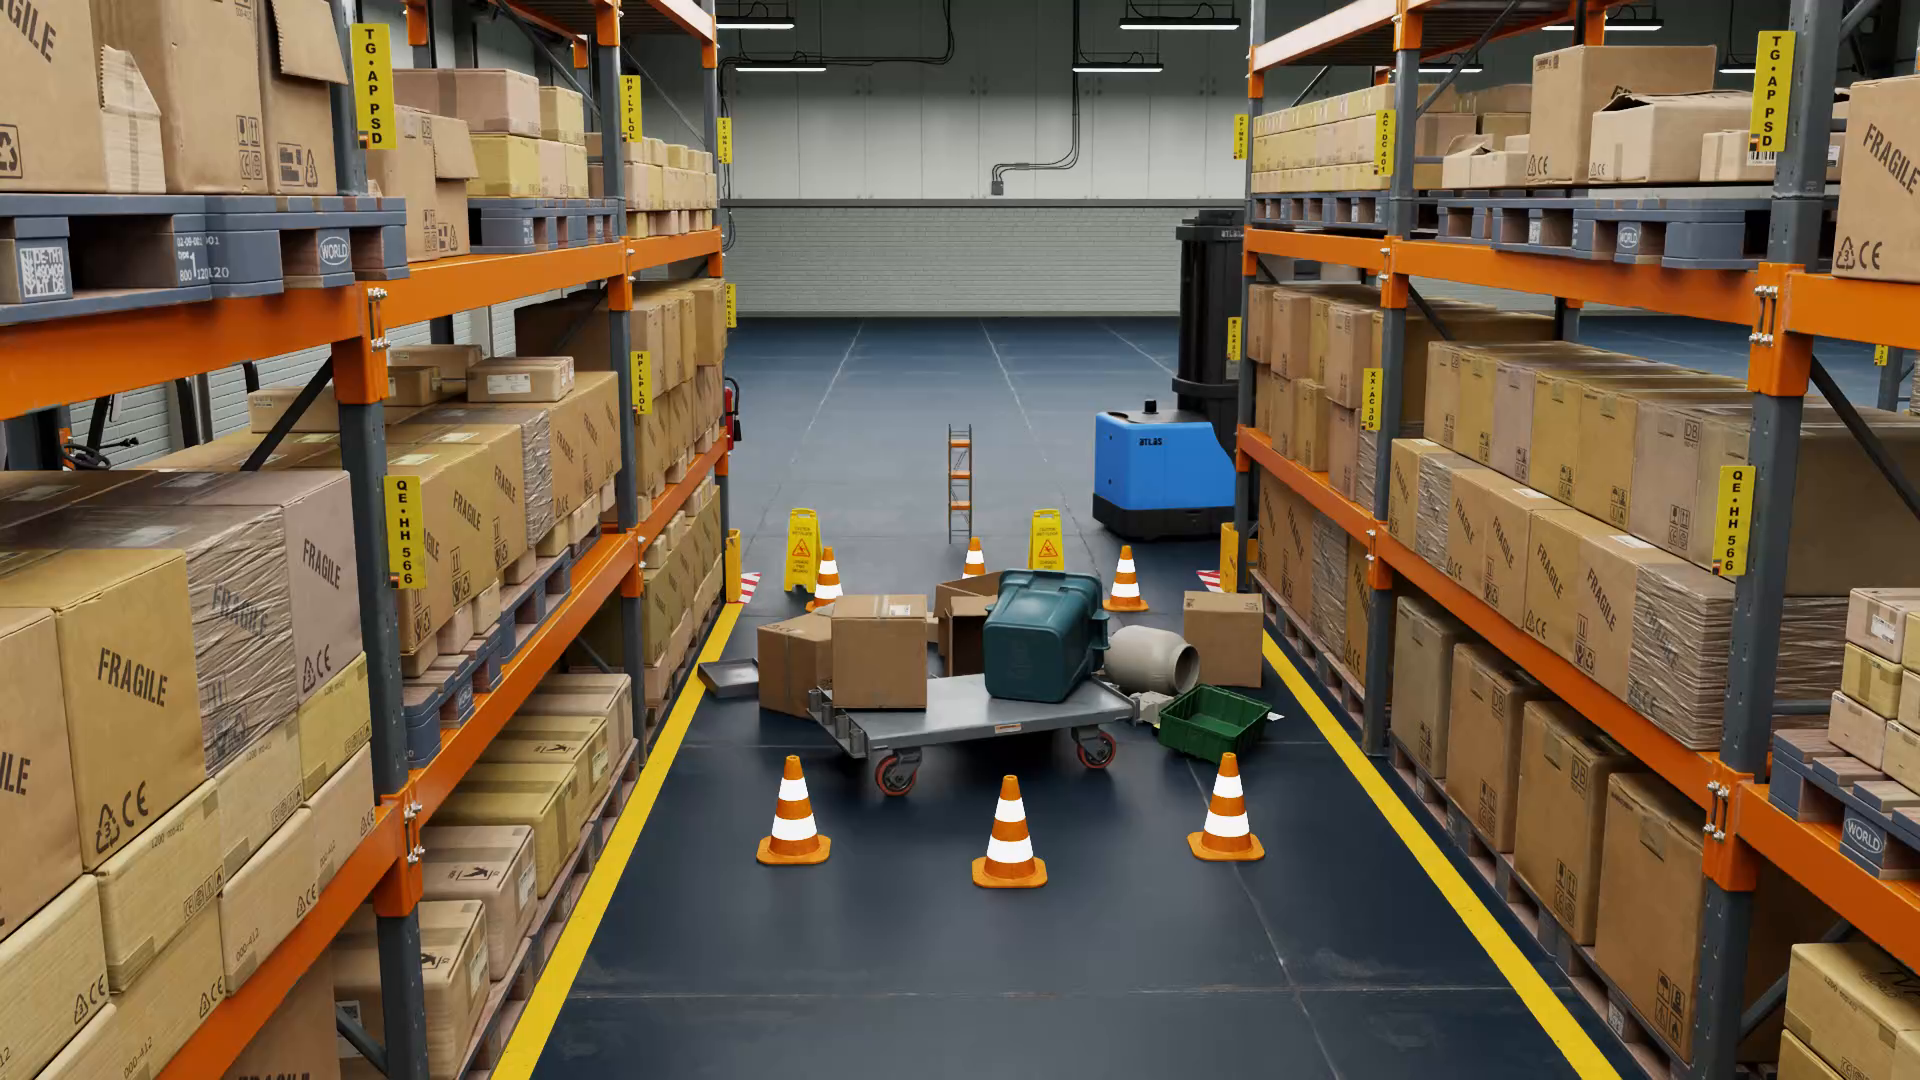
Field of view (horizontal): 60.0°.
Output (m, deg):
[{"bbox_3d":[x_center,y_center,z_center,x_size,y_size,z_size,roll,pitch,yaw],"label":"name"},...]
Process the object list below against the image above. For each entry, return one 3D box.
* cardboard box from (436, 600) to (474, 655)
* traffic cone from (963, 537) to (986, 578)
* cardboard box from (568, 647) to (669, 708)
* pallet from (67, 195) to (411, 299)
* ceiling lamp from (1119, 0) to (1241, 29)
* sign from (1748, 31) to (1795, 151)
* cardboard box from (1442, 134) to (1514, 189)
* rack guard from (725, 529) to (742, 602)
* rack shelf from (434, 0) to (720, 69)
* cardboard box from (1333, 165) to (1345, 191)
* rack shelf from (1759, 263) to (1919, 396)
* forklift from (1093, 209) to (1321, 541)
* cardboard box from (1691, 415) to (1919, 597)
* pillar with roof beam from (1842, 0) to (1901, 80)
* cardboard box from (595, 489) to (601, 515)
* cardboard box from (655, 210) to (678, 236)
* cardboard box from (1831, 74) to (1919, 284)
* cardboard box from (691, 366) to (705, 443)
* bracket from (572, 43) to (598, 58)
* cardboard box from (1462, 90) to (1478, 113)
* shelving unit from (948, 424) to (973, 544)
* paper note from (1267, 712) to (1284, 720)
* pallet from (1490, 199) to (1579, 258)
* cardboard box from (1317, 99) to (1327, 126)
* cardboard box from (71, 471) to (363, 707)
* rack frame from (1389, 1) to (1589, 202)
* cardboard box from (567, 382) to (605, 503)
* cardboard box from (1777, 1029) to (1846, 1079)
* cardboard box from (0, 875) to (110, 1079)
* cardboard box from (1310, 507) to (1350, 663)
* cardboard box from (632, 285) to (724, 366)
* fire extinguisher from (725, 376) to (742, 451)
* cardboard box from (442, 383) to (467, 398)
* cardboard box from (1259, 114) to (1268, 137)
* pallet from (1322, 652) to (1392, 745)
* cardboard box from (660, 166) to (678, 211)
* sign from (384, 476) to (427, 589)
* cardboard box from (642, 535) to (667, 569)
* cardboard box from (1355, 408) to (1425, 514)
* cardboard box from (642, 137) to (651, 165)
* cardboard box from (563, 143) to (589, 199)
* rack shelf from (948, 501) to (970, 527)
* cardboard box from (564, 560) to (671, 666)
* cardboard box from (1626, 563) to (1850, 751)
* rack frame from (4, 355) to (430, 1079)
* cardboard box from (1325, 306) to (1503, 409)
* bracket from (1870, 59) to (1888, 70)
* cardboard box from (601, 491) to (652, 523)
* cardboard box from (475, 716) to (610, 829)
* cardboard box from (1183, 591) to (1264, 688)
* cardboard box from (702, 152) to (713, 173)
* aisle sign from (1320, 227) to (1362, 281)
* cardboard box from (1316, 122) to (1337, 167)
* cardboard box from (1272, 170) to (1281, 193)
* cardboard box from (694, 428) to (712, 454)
[{"bbox_3d":[-1.877,0.290,5.659,0.380,0.149,0.250,-1,12,-5],"label":"cardboard box"},{"bbox_3d":[0.112,0.210,12.858,0.336,0.463,0.334,0,11,-1],"label":"traffic cone"},{"bbox_3d":[-1.949,0.778,9.541,0.500,0.250,0.500,-1,11,-4],"label":"cardboard box"},{"bbox_3d":[-2.058,-0.700,3.898,1.213,0.211,1.003,0,11,1],"label":"pallet"},{"bbox_3d":[3.646,-10.113,27.592,2.000,3.185,0.800,0,11,-1],"label":"ceiling lamp"},{"bbox_3d":[2.267,-1.253,4.645,0.100,0.325,0.005,0,11,-1],"label":"sign"},{"bbox_3d":[2.503,-1.824,7.992,0.258,0.266,0.396,0,11,-2],"label":"cardboard box"},{"bbox_3d":[-2.288,0.199,12.820,1.175,0.500,0.348,0,11,-1],"label":"rack guard"},{"bbox_3d":[-2.248,-3.229,10.161,1.077,0.370,4.000,0,11,-1],"label":"rack shelf"},{"bbox_3d":[2.395,-2.111,9.701,0.380,0.149,0.250,0,11,-1],"label":"cardboard box"},{"bbox_3d":[2.864,-0.211,2.820,1.077,0.370,4.000,0,11,-1],"label":"rack shelf"},{"bbox_3d":[2.829,-1.561,15.380,3.031,2.935,1.130,-3,12,-13],"label":"forklift"},{"bbox_3d":[2.823,-0.119,5.337,0.700,0.500,0.500,0,11,-1],"label":"cardboard box"},{"bbox_3d":[18.430,-9.893,41.190,9.100,9.000,0.548,0,11,-1],"label":"pillar with roof beam"},{"bbox_3d":[-1.933,-0.175,7.952,0.380,0.149,0.250,-1,11,-3],"label":"cardboard box"},{"bbox_3d":[-1.907,-1.912,10.028,0.380,0.149,0.250,0,11,-2],"label":"cardboard box"},{"bbox_3d":[2.568,-0.895,4.133,0.500,0.500,0.500,0,11,-1],"label":"cardboard box"},{"bbox_3d":[-1.990,-0.930,11.099,0.500,0.500,0.500,0,11,-1],"label":"cardboard box"},{"bbox_3d":[-8.342,-10.952,37.357,0.076,0.066,4.783,0,11,-1],"label":"bracket"},{"bbox_3d":[3.061,-2.454,9.383,0.380,0.149,0.250,0,11,-2],"label":"cardboard box"},{"bbox_3d":[0.001,-0.504,14.902,0.215,1.050,0.252,0,11,-1],"label":"shelving unit"},{"bbox_3d":[1.821,1.039,9.861,0.147,0.020,0.142,-10,15,-40],"label":"paper note"},{"bbox_3d":[2.730,-1.219,6.452,1.003,0.211,1.213,0,11,1],"label":"pallet"},{"bbox_3d":[2.388,-2.601,10.110,0.380,0.149,0.250,0,11,-2],"label":"cardboard box"},{"bbox_3d":[-1.852,0.112,4.196,0.500,0.500,0.500,-1,11,-3],"label":"cardboard box"},{"bbox_3d":[2.740,-3.226,8.329,1.000,3.000,0.127,0,11,-1],"label":"rack frame"},{"bbox_3d":[-1.957,-0.457,7.711,0.500,0.500,0.500,0,11,-1],"label":"cardboard box"},{"bbox_3d":[2.582,1.670,4.515,0.500,0.500,0.500,-1,11,-4],"label":"cardboard box"},{"bbox_3d":[-1.804,0.780,2.790,0.500,0.250,0.500,-1,11,-3],"label":"cardboard box"},{"bbox_3d":[2.774,0.245,10.596,0.875,0.875,0.875,0,11,-1],"label":"cardboard box"},{"bbox_3d":[-1.944,-1.423,11.017,0.700,0.500,0.500,0,11,-2],"label":"cardboard box"},{"bbox_3d":[-1.831,-1.028,12.775,0.296,0.674,0.183,0,11,-1],"label":"fire extinguisher"},{"bbox_3d":[-2.473,-0.452,7.689,0.500,0.500,0.500,0,11,-1],"label":"cardboard box"},{"bbox_3d":[2.350,-2.956,11.861,0.380,0.149,0.250,0,11,-1],"label":"cardboard box"},{"bbox_3d":[2.802,0.929,9.949,1.003,0.211,1.213,0,11,-1],"label":"pallet"},{"bbox_3d":[-1.960,-2.079,9.846,0.500,0.250,0.500,0,11,-1],"label":"cardboard box"},{"bbox_3d":[-1.570,-0.021,4.706,0.100,0.325,0.005,0,11,-1],"label":"sign"},{"bbox_3d":[-1.892,0.067,9.526,0.380,0.149,0.250,0,11,0],"label":"cardboard box"},{"bbox_3d":[2.720,-0.433,9.272,0.875,0.550,0.550,0,11,-1],"label":"cardboard box"},{"bbox_3d":[-1.918,-2.152,9.202,0.380,0.149,0.250,-1,11,-3],"label":"cardboard box"},{"bbox_3d":[-2.050,-1.733,7.832,0.500,0.250,0.500,0,11,-2],"label":"cardboard box"},{"bbox_3d":[0.001,-0.221,14.960,0.215,0.259,0.240,0,11,-1],"label":"rack shelf"},{"bbox_3d":[-1.949,0.410,9.467,0.500,0.500,0.500,0,11,2],"label":"cardboard box"},{"bbox_3d":[2.545,0.372,5.432,0.500,0.500,0.500,0,11,-1],"label":"cardboard box"},{"bbox_3d":[-2.124,0.549,4.807,1.000,3.000,0.127,0,11,-1],"label":"rack frame"},{"bbox_3d":[2.639,-1.071,9.702,0.875,0.550,0.550,0,11,-1],"label":"cardboard box"},{"bbox_3d":[22.388,-11.591,40.505,0.235,0.232,0.430,0,11,-1],"label":"bracket"},{"bbox_3d":[-1.893,-0.187,9.066,0.380,0.149,0.250,0,11,-1],"label":"cardboard box"},{"bbox_3d":[-2.175,1.083,7.727,0.950,0.372,0.625,0,11,2],"label":"cardboard box"},{"bbox_3d":[1.682,0.633,10.674,0.500,0.500,0.500,2,12,9],"label":"cardboard box"},{"bbox_3d":[-1.987,-2.713,11.967,0.380,0.149,0.250,0,11,-1],"label":"cardboard box"},{"bbox_3d":[2.956,-2.371,12.662,0.394,0.787,0.004,0,11,-1],"label":"aisle sign"},{"bbox_3d":[2.455,-2.380,10.023,0.500,0.250,0.500,0,11,-2],"label":"cardboard box"},{"bbox_3d":[2.360,-2.463,11.434,0.380,0.149,0.250,0,11,-1],"label":"cardboard box"},{"bbox_3d":[-1.932,-0.692,11.559,0.380,0.149,0.250,0,11,0],"label":"cardboard box"}]
